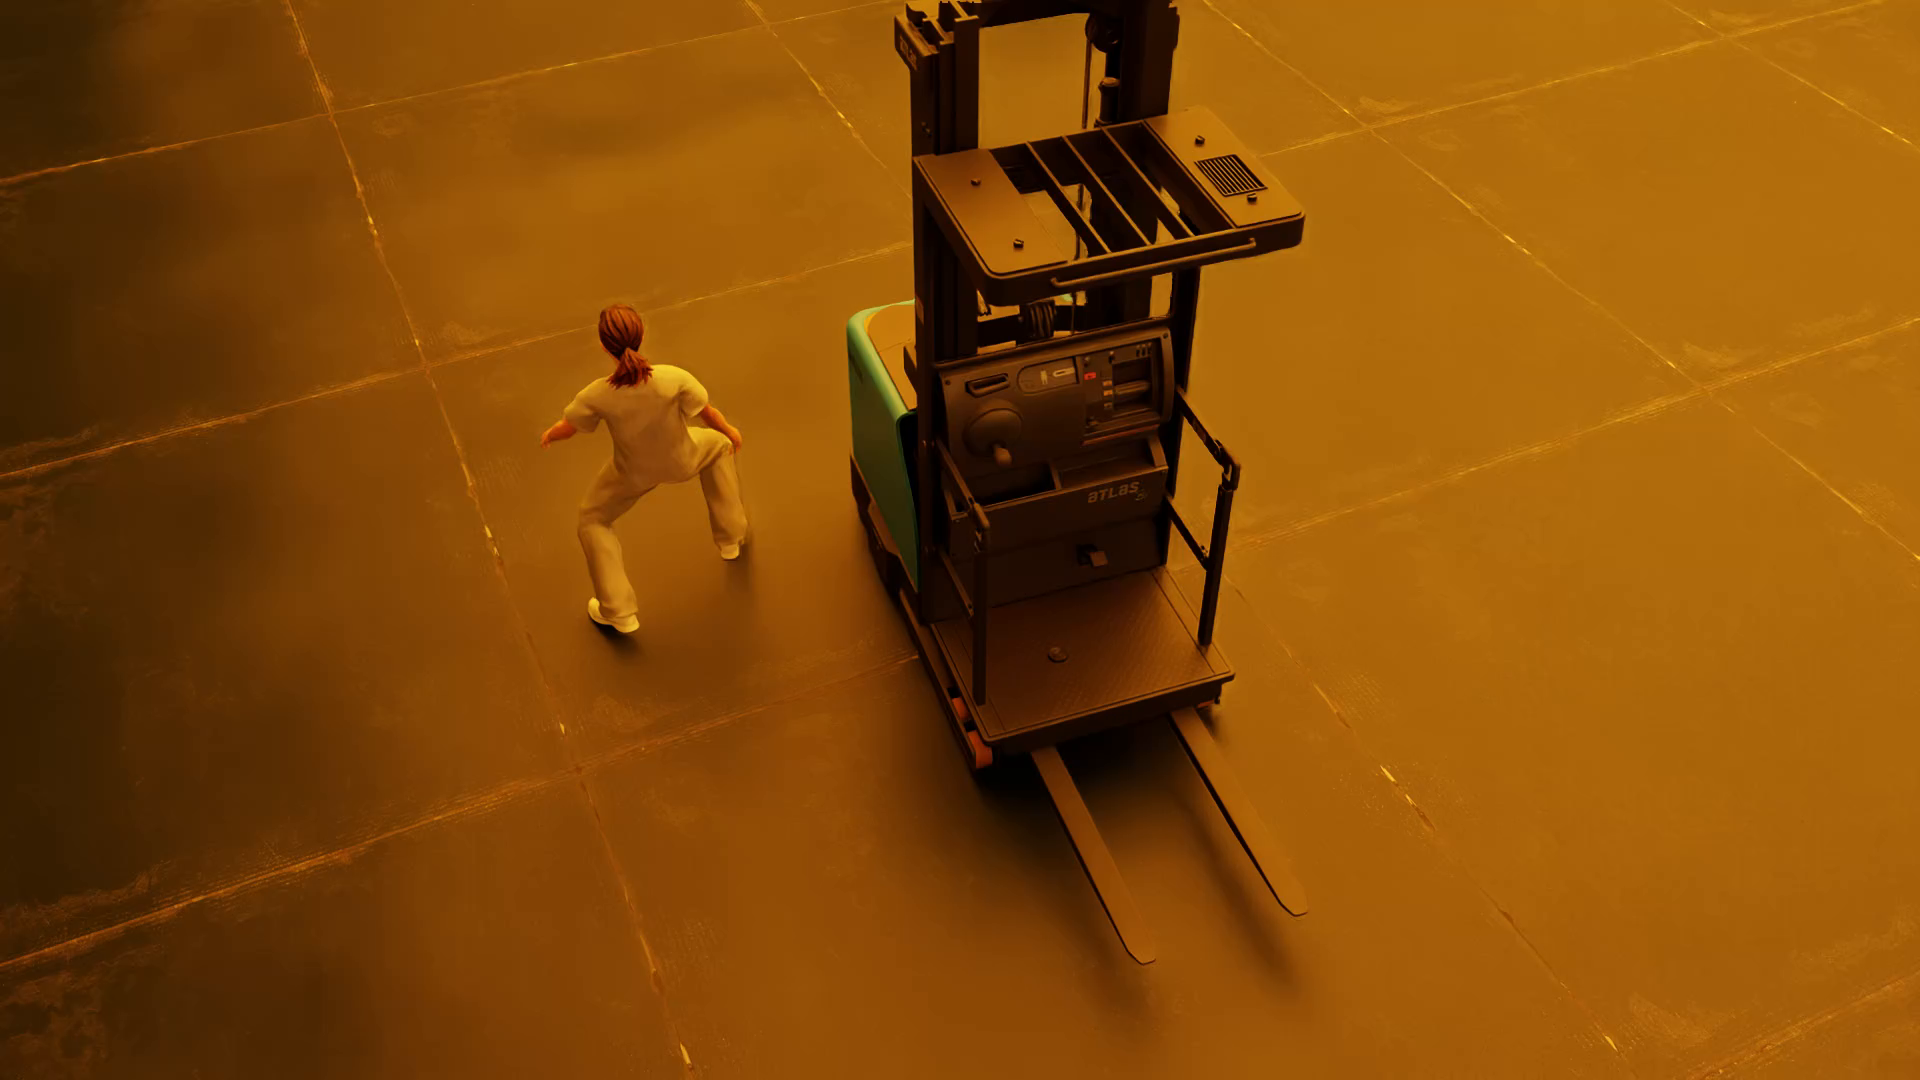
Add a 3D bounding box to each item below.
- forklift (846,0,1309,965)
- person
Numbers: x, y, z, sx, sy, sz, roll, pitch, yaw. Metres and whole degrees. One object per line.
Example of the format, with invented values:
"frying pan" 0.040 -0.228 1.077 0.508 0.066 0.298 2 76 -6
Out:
"forklift" 0.452 -0.453 6.165 1.130 2.935 3.031 -14 45 -14
"person" -1.348 -0.370 7.074 0.850 1.531 0.664 -9 44 -9
